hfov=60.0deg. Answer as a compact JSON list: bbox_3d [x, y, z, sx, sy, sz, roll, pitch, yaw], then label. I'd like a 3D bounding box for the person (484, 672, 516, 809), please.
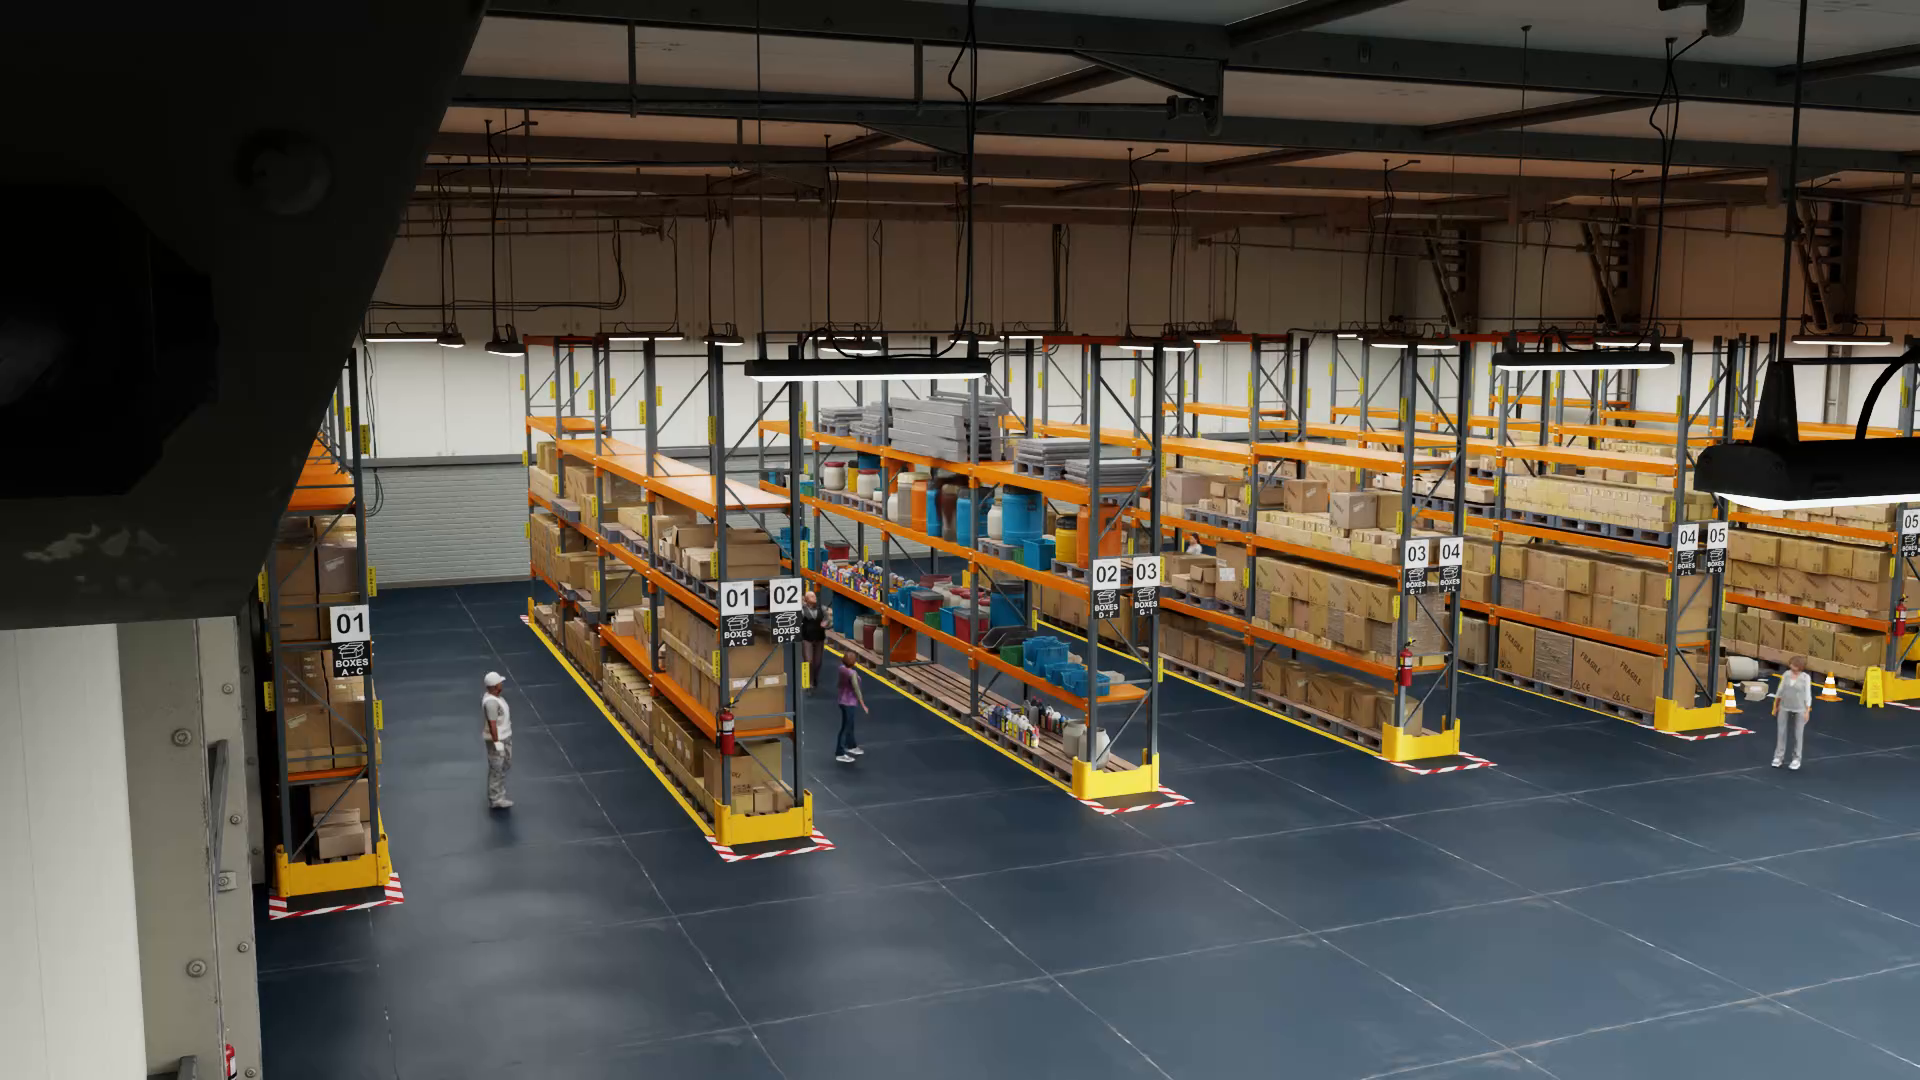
[{"bbox_3d":[-5.993,2.608,21.601,0.454,1.821,0.629,1,8,8],"label":"person"}]

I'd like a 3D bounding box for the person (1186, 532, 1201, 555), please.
[{"bbox_3d":[5.080,0.669,36.298,0.381,1.682,0.461,-3,8,-23],"label":"person"}]

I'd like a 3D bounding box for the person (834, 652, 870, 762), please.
[{"bbox_3d":[-1.556,2.366,23.874,0.572,1.594,0.523,-2,8,-17],"label":"person"}]

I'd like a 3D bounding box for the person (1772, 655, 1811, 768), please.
[{"bbox_3d":[11.739,2.415,23.472,0.480,1.600,0.366,4,9,30],"label":"person"}]

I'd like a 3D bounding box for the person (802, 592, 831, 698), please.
[{"bbox_3d":[-2.511,1.748,28.211,0.688,1.752,0.828,-2,8,-16],"label":"person"}]
